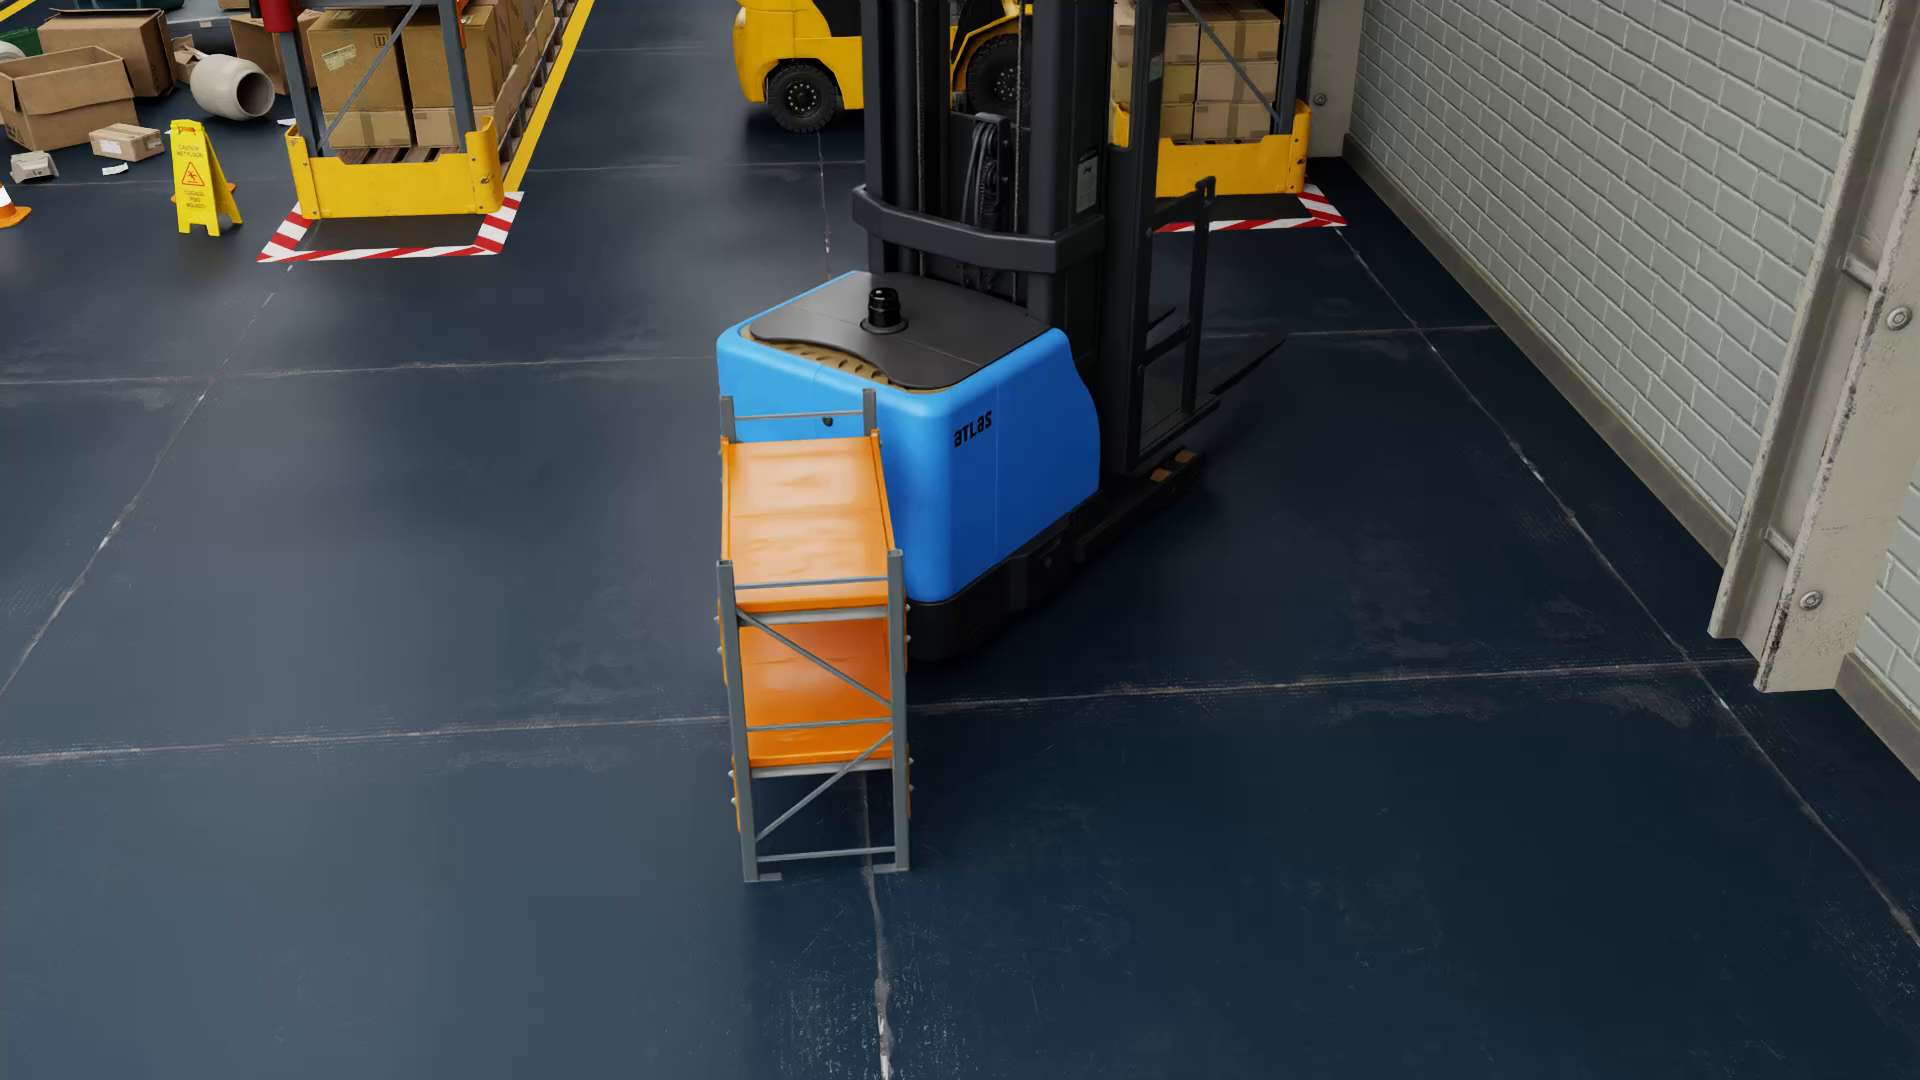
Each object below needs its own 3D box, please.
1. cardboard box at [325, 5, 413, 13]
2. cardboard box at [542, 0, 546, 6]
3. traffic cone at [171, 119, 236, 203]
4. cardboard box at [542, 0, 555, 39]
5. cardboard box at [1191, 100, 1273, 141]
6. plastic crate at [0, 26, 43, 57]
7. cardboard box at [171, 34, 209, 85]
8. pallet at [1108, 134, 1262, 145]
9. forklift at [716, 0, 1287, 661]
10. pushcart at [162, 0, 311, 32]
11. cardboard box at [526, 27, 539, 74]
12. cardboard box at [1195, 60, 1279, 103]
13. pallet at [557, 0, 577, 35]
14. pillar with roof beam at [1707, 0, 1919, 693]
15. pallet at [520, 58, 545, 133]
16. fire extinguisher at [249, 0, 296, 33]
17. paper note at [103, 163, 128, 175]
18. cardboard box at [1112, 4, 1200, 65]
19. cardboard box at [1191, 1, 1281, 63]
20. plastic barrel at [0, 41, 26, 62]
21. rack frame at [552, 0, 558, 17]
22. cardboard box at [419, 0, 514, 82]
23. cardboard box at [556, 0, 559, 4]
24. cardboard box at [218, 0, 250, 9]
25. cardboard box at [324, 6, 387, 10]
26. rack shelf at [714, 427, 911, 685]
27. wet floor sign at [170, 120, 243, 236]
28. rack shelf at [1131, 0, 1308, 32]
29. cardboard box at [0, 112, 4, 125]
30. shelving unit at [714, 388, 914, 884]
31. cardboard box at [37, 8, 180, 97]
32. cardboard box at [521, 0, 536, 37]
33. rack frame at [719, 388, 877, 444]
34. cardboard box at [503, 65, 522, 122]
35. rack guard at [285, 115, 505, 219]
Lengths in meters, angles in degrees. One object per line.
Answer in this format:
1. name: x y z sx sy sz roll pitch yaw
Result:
1. cardboard box: -3.771 -3.269 10.839 0.500 0.500 0.500 -2 31 -3
2. cardboard box: -3.435 -4.359 12.664 0.500 0.500 0.500 -3 31 -5
3. traffic cone: -4.708 -2.353 10.239 0.336 0.463 0.334 -3 31 -5
4. cardboard box: -3.435 -4.038 12.857 0.500 0.250 0.500 -1 31 -2
5. cardboard box: 1.707 -2.784 10.758 0.500 0.250 0.500 -3 31 -4
6. plastic crate: -7.356 -3.830 12.922 0.450 0.188 0.662 4 30 26
7. cardboard box: -5.818 -3.634 12.576 0.396 0.266 0.258 27 40 37
8. pallet: 1.445 -2.716 11.091 1.003 0.211 1.213 -3 31 -5
9. forklift: 0.398 -1.528 6.450 1.130 2.935 3.031 21 37 31
10. pushcart: -6.023 -4.066 13.190 1.648 0.377 0.936 -14 33 -22
11. cardboard box: -3.332 -3.506 11.967 0.500 0.250 0.500 -2 31 -4
12. cardboard box: 1.721 -2.989 10.613 0.500 0.250 0.500 -2 31 -4
13. pallet: -3.832 -4.527 14.123 1.003 0.211 1.213 -3 31 -5
14. pillar with roof beam: -1.336 -3.229 3.380 9.100 9.000 0.400 -3 31 -5
15. pallet: -3.543 -3.164 11.842 1.003 0.211 1.213 -3 31 -5
16. fire extinguisher: -3.832 -3.171 9.209 0.296 0.674 0.183 -3 31 -5
17. paper note: -5.454 -2.397 10.734 0.148 0.019 0.142 -14 33 -22
18. cardboard box: 1.204 -3.174 10.435 0.500 0.250 0.500 -2 31 -3
19. cardboard box: 1.701 -3.208 10.492 0.500 0.250 0.500 -3 31 -5
20. plastic barrel: -7.043 -3.426 12.074 0.512 0.421 0.421 20 36 29
21. rack frame: -3.758 -5.327 12.743 1.000 3.000 0.127 -3 31 -5
22. cardboard box: -3.240 -3.310 10.908 0.500 0.500 0.500 -4 31 -6
23. cardboard box: -3.809 -4.647 13.757 0.950 0.372 0.625 -2 31 -4
24. cardboard box: -5.527 -4.478 13.021 0.500 0.500 0.500 -3 31 -5
25. cardboard box: -3.820 -3.466 10.535 0.380 0.149 0.250 -2 31 -3
26. rack shelf: -0.462 0.020 5.048 0.538 0.278 1.000 -3 31 -6
27. wet floor sign: -4.431 -2.126 9.679 0.267 0.644 0.232 8 32 13
28. rack shelf: 1.371 -4.237 11.619 1.077 0.370 4.000 -3 31 -5
29. cardboard box: -6.682 -3.075 11.639 0.396 0.266 0.258 2 31 4
30. shelving unit: -0.462 0.272 5.198 0.538 1.125 1.048 -3 31 -6
31. cardboard box: -6.164 -3.524 12.026 0.797 0.637 0.503 -3 31 -5
32. cardboard box: -3.337 -3.839 11.793 0.500 0.500 0.500 -1 31 -2
33. rack frame: -0.521 0.013 5.631 0.500 1.125 0.032 -3 31 -6
34. cardboard box: -3.224 -2.971 11.070 0.500 0.250 0.500 -2 31 -3
35. rack guard: -3.391 -2.250 10.030 1.175 0.500 0.348 -3 31 -5
